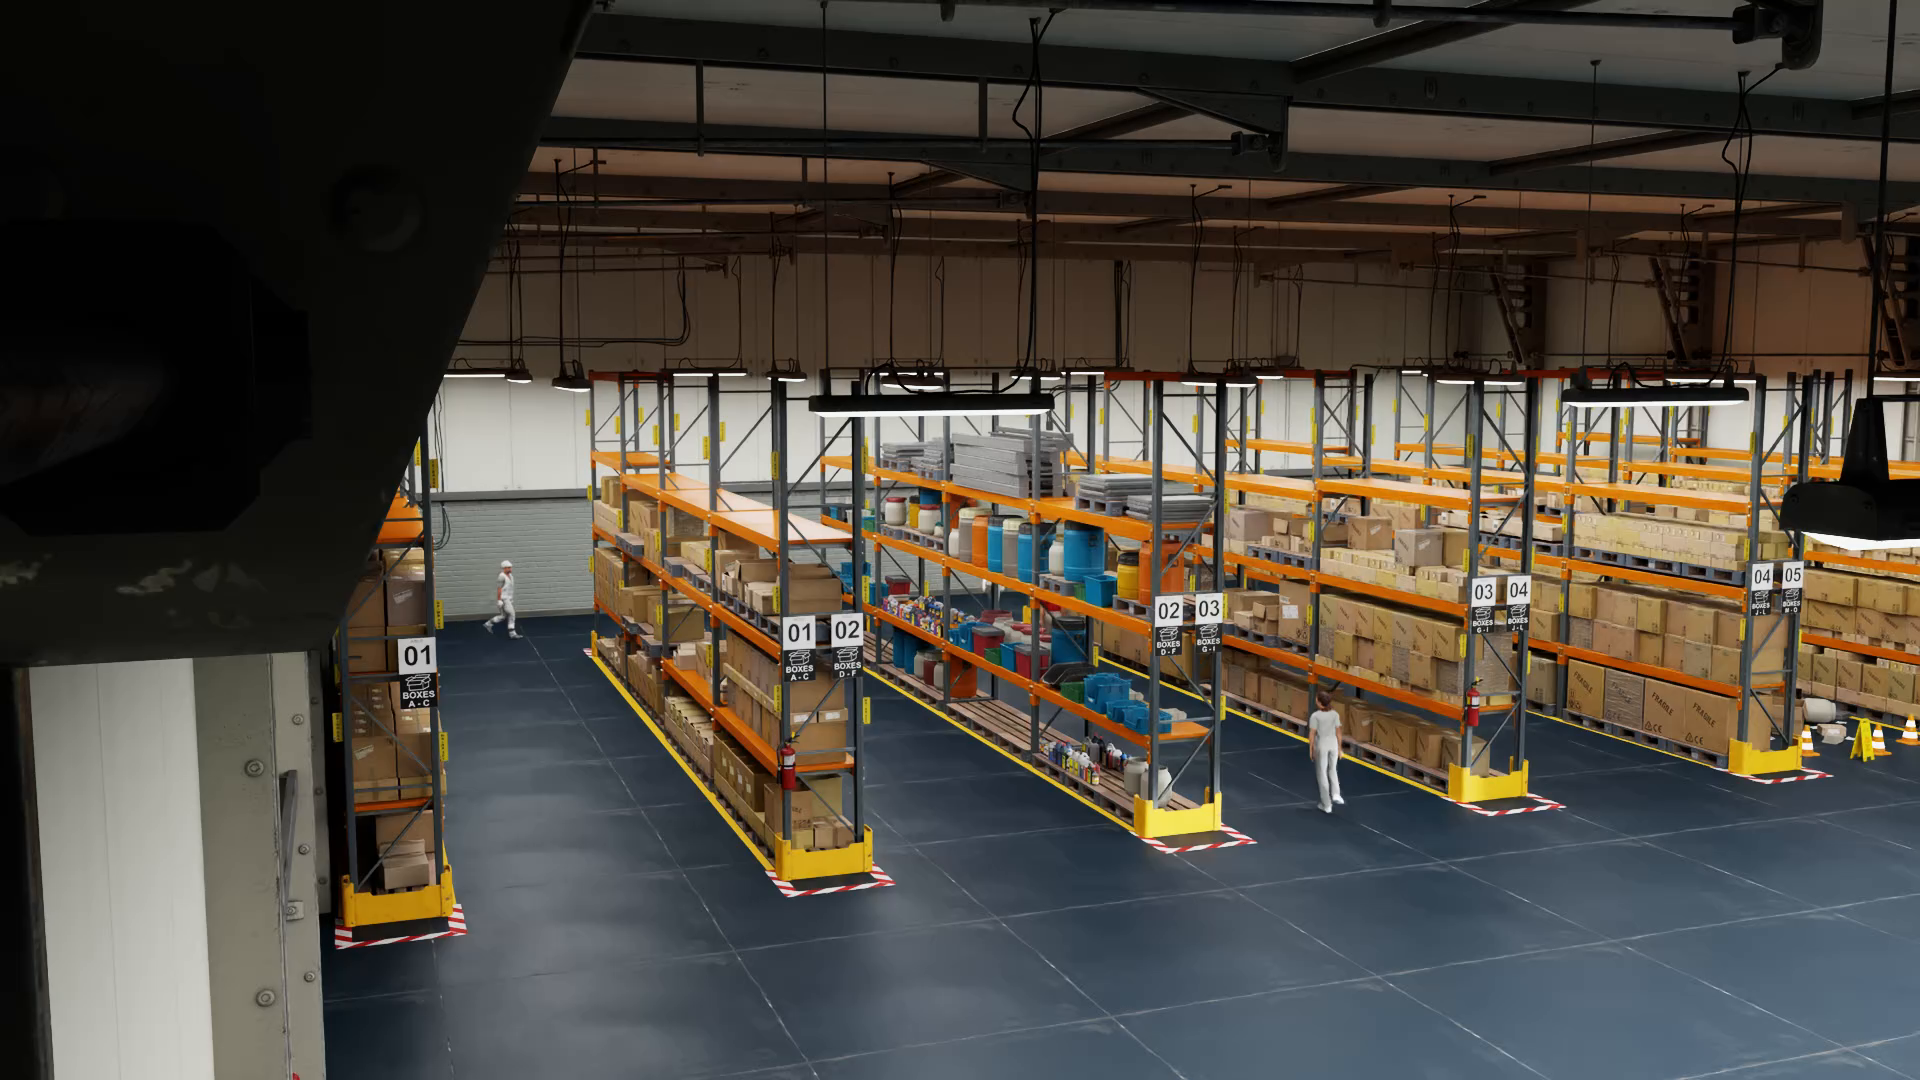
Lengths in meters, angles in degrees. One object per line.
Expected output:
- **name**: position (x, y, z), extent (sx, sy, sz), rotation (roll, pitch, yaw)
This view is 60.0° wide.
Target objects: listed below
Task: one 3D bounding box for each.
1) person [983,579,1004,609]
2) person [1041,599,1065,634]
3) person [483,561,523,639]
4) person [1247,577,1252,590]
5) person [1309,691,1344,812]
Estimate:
- **person**: position (0.803, 1.080, 39.680), extent (0.505, 1.612, 1.048), rotation (1, 7, 12)
- **person**: position (1.927, 1.648, 34.366), extent (0.576, 1.723, 0.548), rotation (-3, 7, -23)
- **person**: position (-10.194, 1.324, 37.045), extent (0.933, 1.757, 0.536), rotation (0, 6, 2)
- **person**: position (7.775, 0.509, 44.482), extent (0.549, 1.704, 0.743), rotation (4, 7, 30)
- **person**: position (5.083, 2.928, 23.072), extent (0.499, 1.660, 0.470), rotation (-1, 6, -9)
